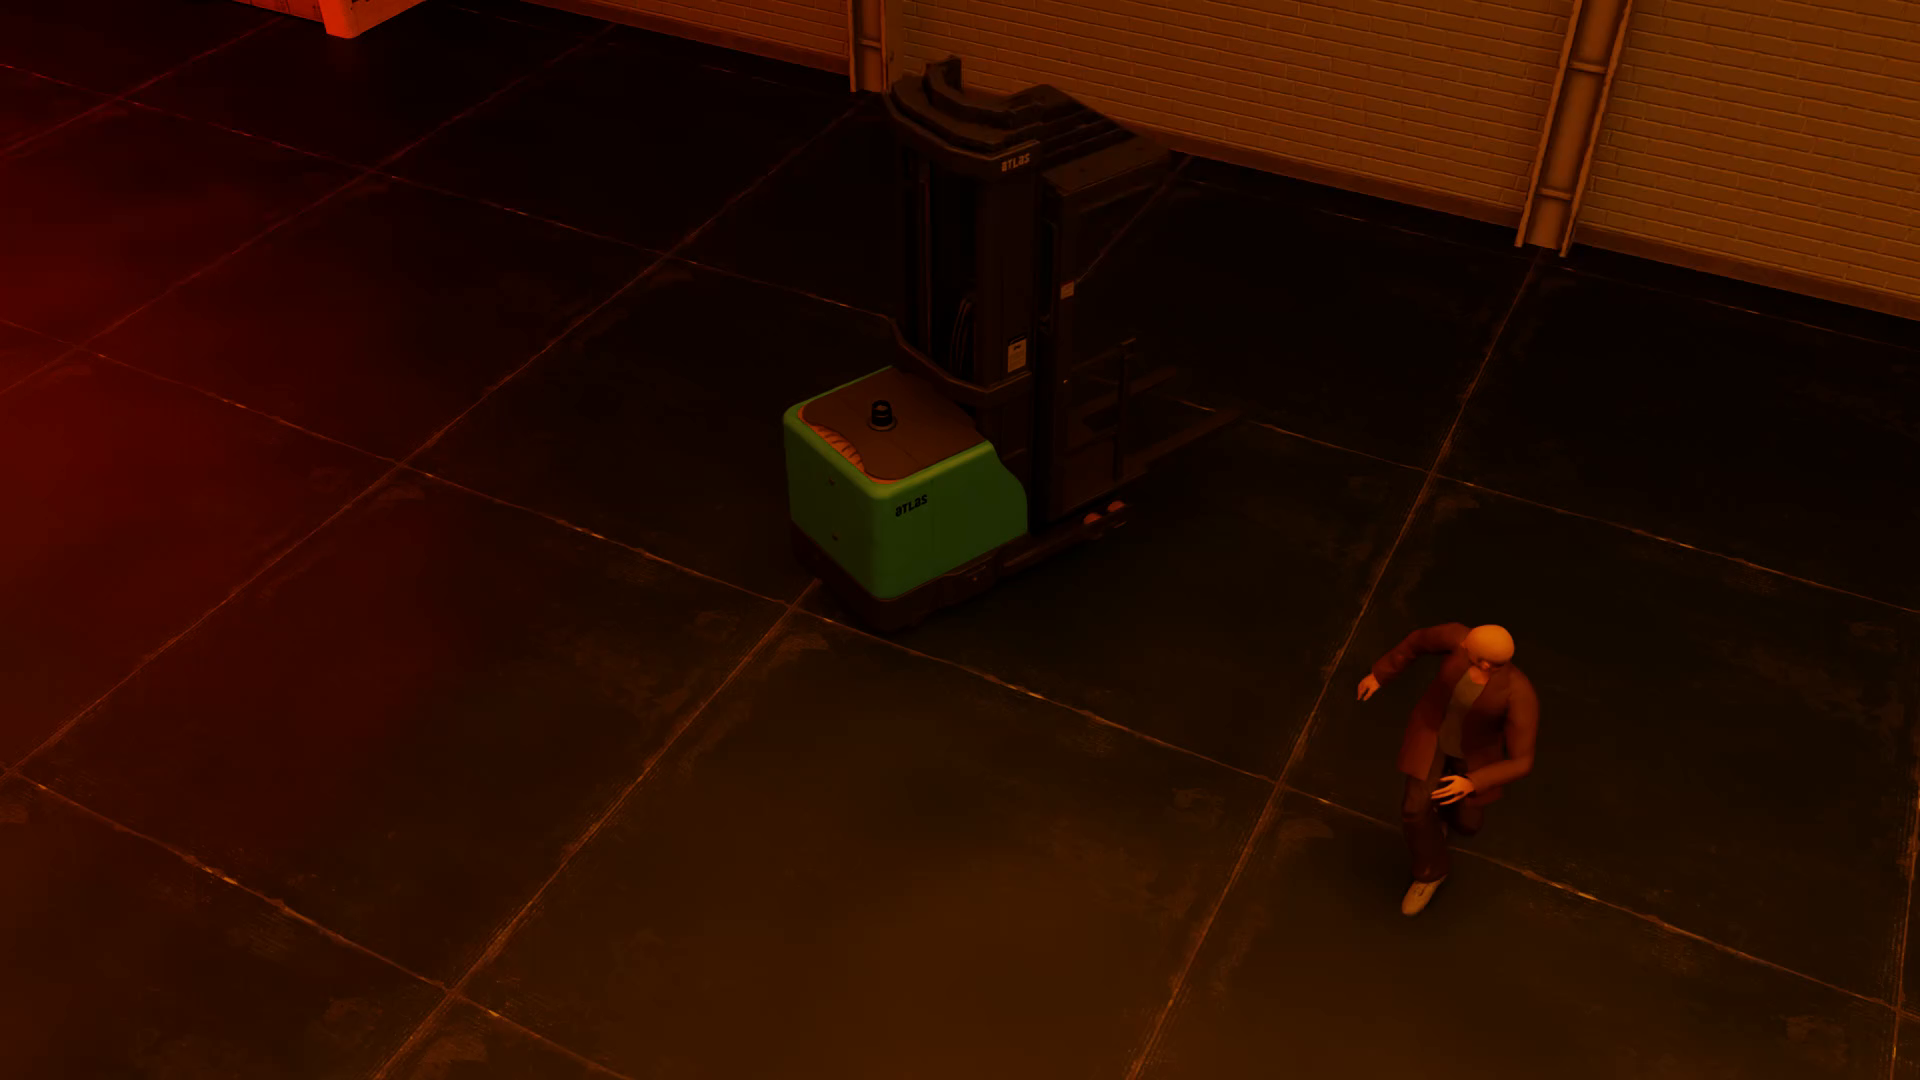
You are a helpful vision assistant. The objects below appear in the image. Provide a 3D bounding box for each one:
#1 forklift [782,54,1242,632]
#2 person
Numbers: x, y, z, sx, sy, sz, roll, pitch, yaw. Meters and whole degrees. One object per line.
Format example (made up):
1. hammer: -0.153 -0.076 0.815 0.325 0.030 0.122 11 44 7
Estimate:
1. forklift: 0.449 -1.370 9.613 3.031 2.935 1.130 -26 47 -28
2. person: 2.237 0.981 7.840 0.912 1.650 0.907 23 45 25
